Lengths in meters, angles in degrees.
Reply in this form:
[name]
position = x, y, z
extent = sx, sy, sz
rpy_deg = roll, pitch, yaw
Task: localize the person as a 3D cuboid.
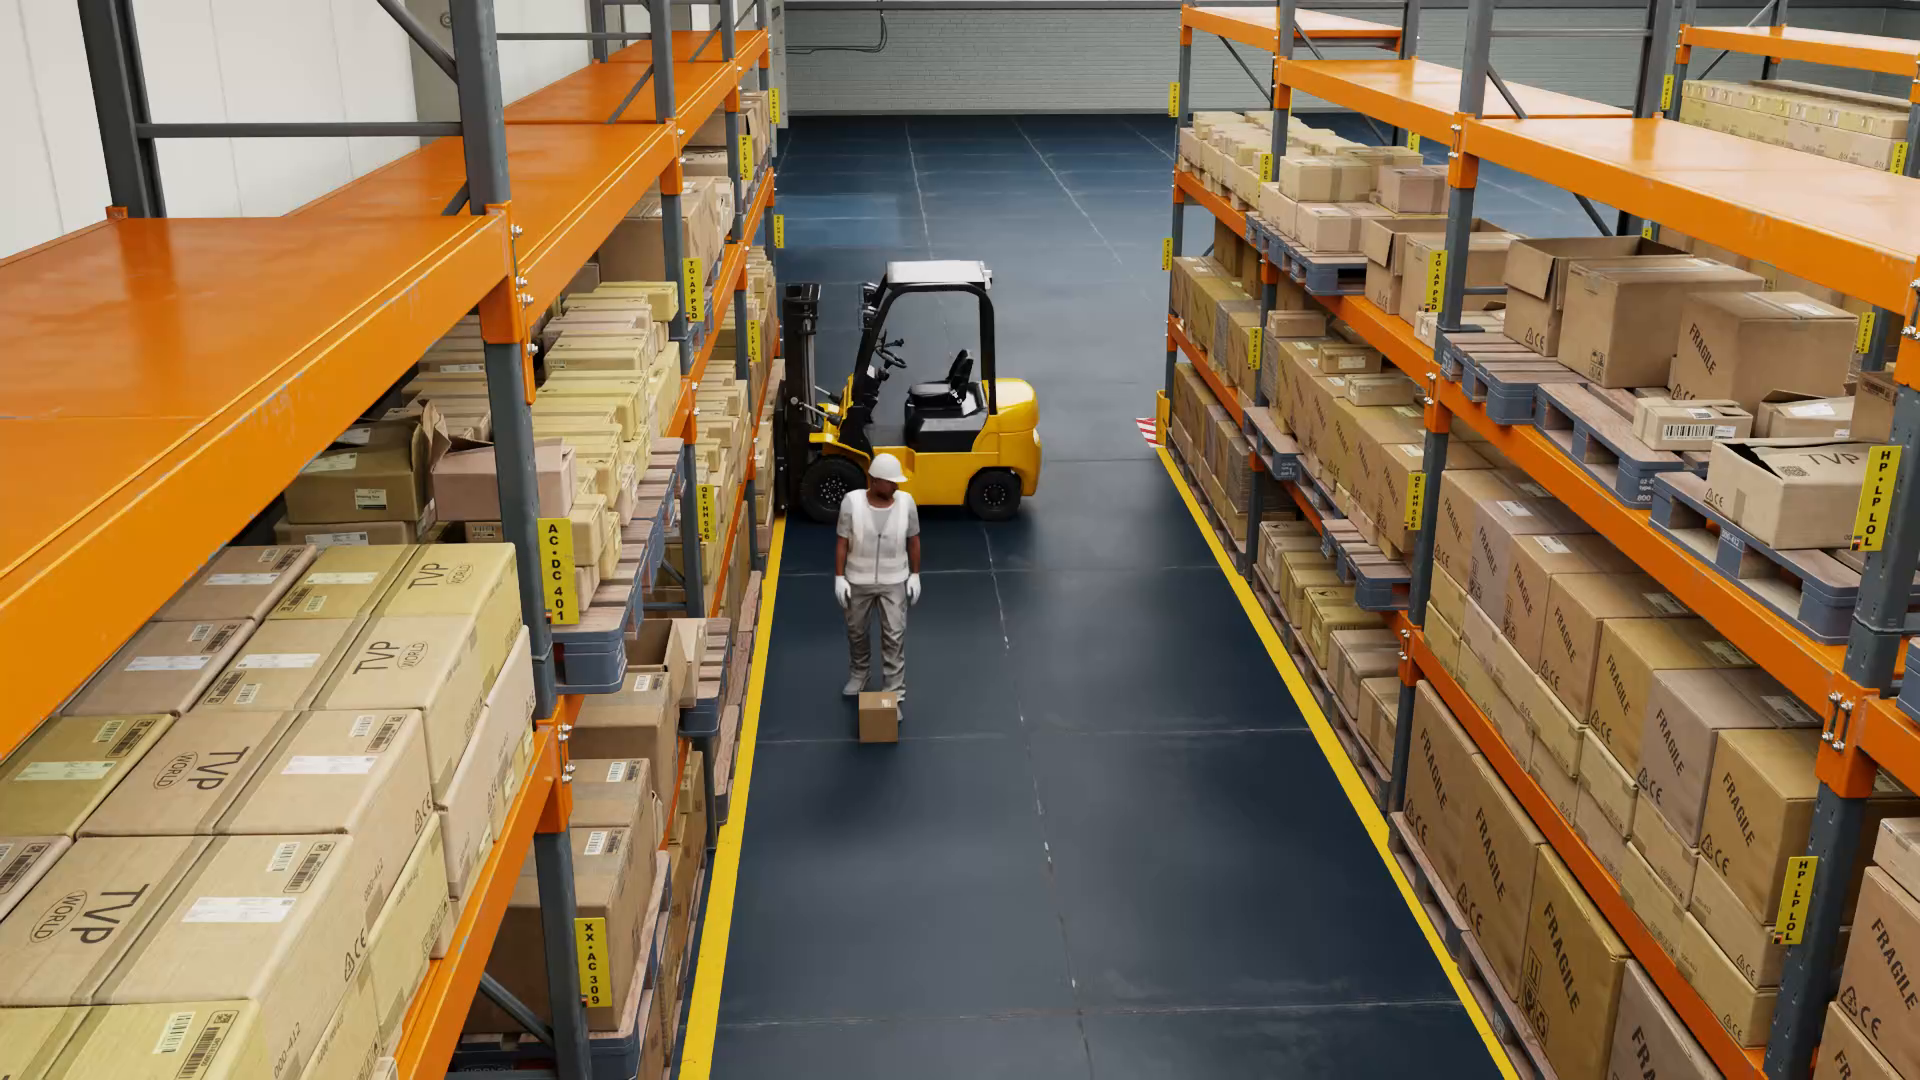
[person]
position = -0.546, 0.289, 11.100
extent = 0.571, 1.779, 0.721
rpy_deg = -1, 20, -3
